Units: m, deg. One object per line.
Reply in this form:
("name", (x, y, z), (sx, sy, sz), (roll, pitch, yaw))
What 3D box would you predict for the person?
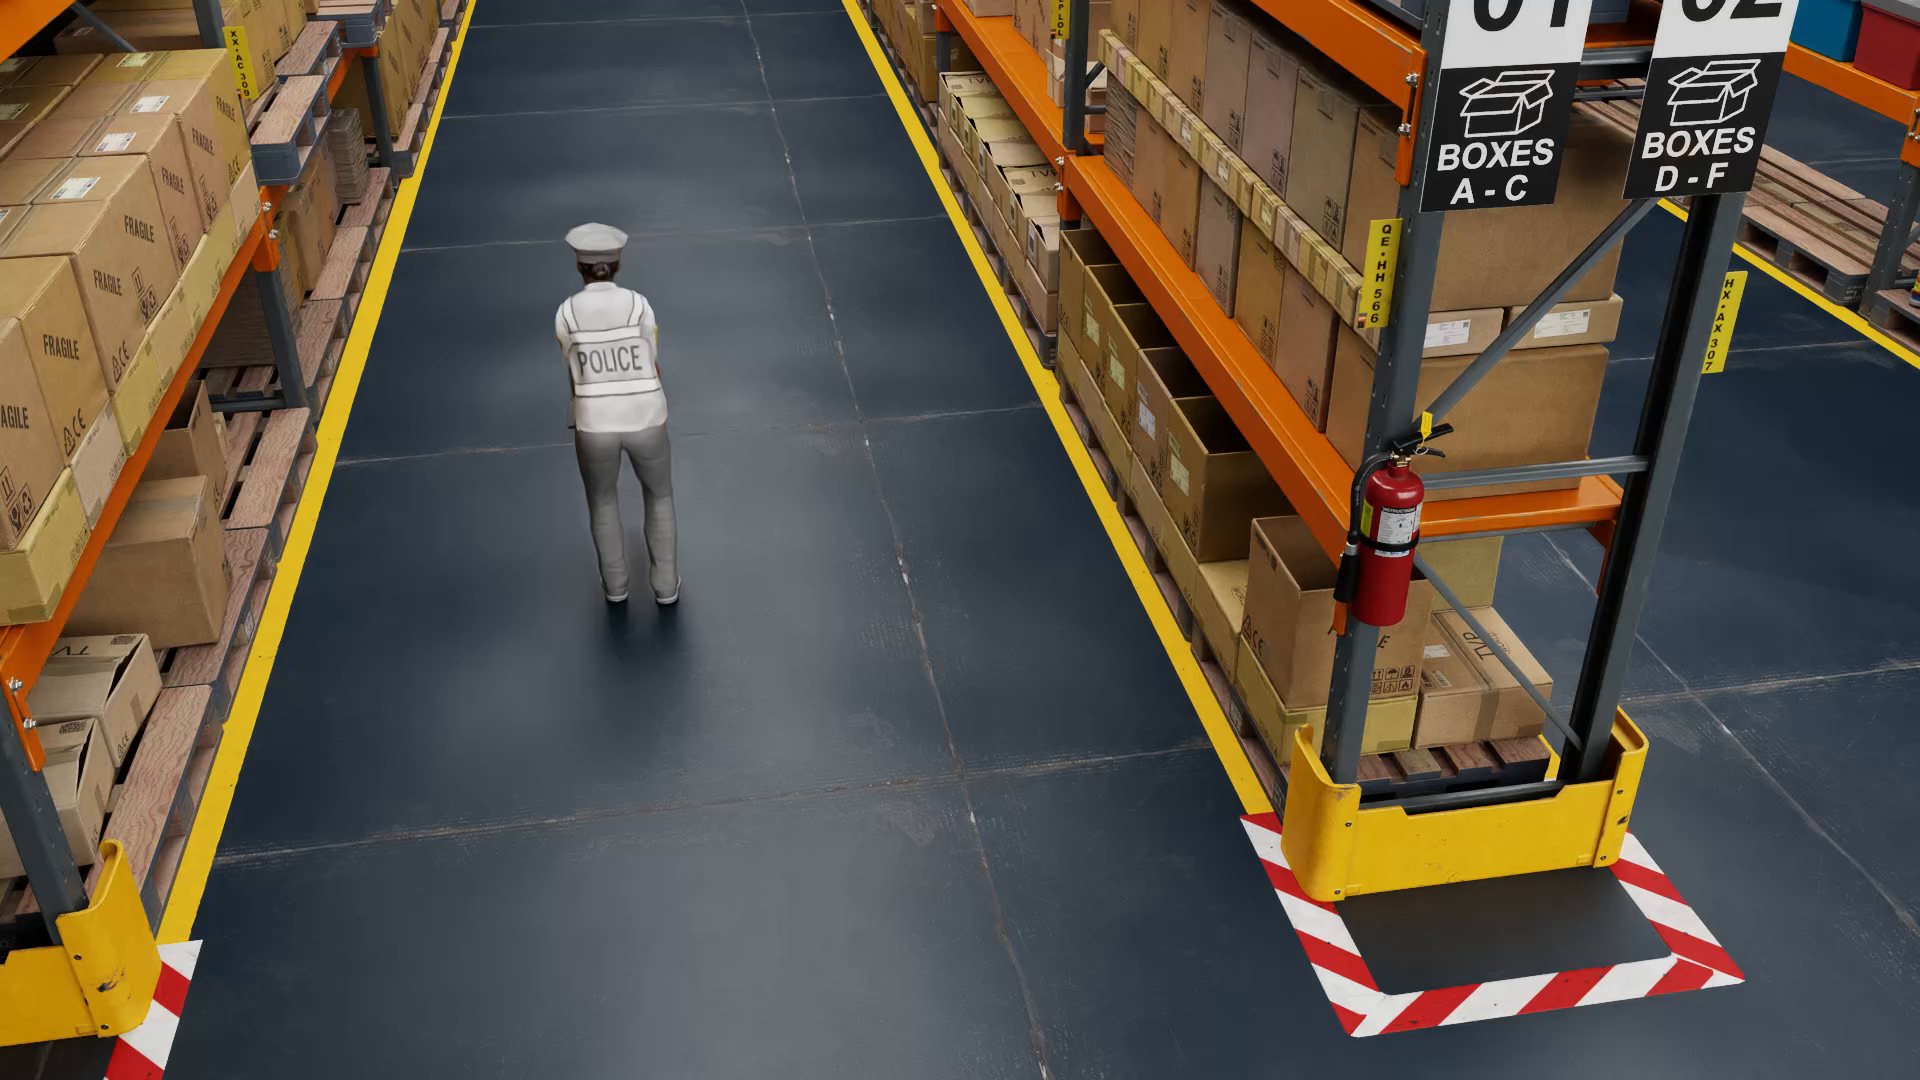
("person", (-1.436, -0.518, 6.966), (0.464, 1.692, 0.508), (-5, 31, -9))
